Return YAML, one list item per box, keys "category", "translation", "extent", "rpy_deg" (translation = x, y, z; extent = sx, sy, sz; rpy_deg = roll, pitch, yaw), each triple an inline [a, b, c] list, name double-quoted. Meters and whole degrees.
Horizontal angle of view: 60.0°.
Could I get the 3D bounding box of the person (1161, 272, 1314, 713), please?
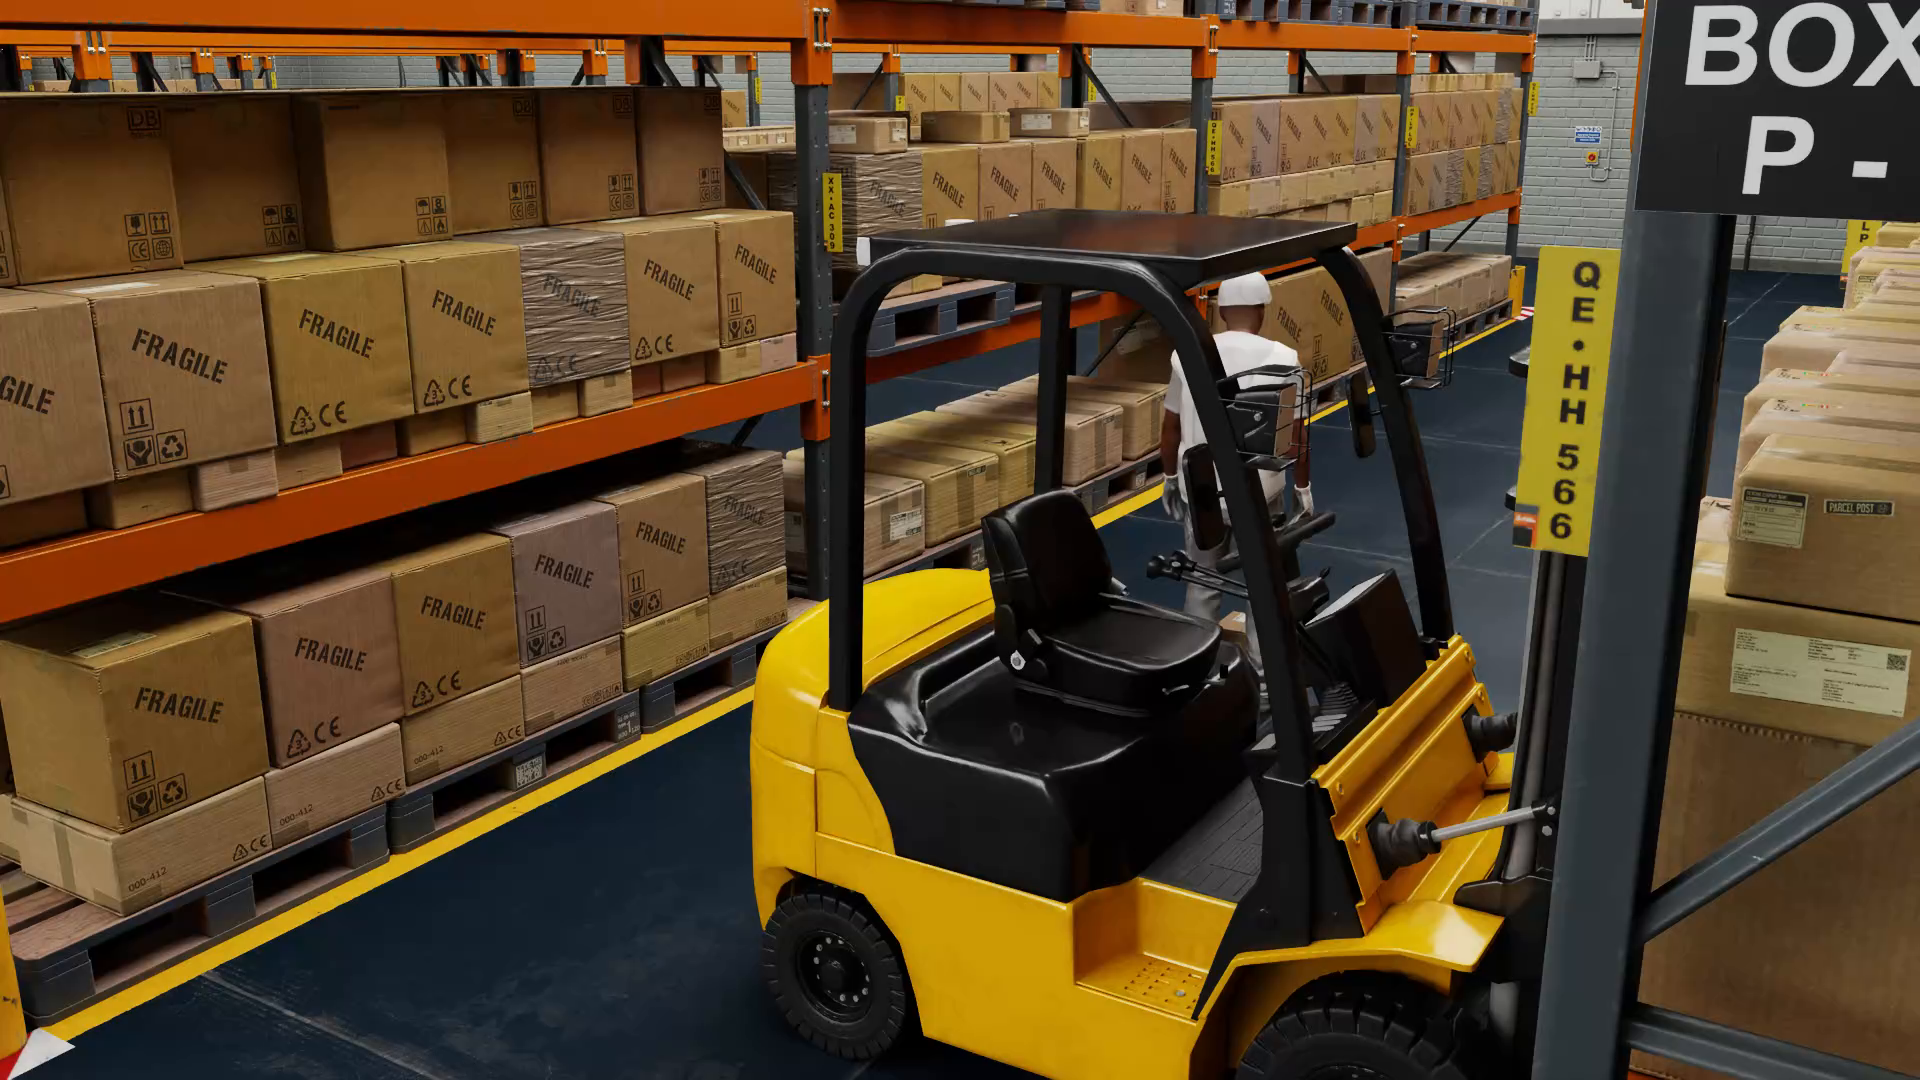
- category: "person"
  translation: [1.112, -0.203, 6.717]
  extent: [0.629, 1.775, 0.446]
  rpy_deg: [8, 18, 27]
